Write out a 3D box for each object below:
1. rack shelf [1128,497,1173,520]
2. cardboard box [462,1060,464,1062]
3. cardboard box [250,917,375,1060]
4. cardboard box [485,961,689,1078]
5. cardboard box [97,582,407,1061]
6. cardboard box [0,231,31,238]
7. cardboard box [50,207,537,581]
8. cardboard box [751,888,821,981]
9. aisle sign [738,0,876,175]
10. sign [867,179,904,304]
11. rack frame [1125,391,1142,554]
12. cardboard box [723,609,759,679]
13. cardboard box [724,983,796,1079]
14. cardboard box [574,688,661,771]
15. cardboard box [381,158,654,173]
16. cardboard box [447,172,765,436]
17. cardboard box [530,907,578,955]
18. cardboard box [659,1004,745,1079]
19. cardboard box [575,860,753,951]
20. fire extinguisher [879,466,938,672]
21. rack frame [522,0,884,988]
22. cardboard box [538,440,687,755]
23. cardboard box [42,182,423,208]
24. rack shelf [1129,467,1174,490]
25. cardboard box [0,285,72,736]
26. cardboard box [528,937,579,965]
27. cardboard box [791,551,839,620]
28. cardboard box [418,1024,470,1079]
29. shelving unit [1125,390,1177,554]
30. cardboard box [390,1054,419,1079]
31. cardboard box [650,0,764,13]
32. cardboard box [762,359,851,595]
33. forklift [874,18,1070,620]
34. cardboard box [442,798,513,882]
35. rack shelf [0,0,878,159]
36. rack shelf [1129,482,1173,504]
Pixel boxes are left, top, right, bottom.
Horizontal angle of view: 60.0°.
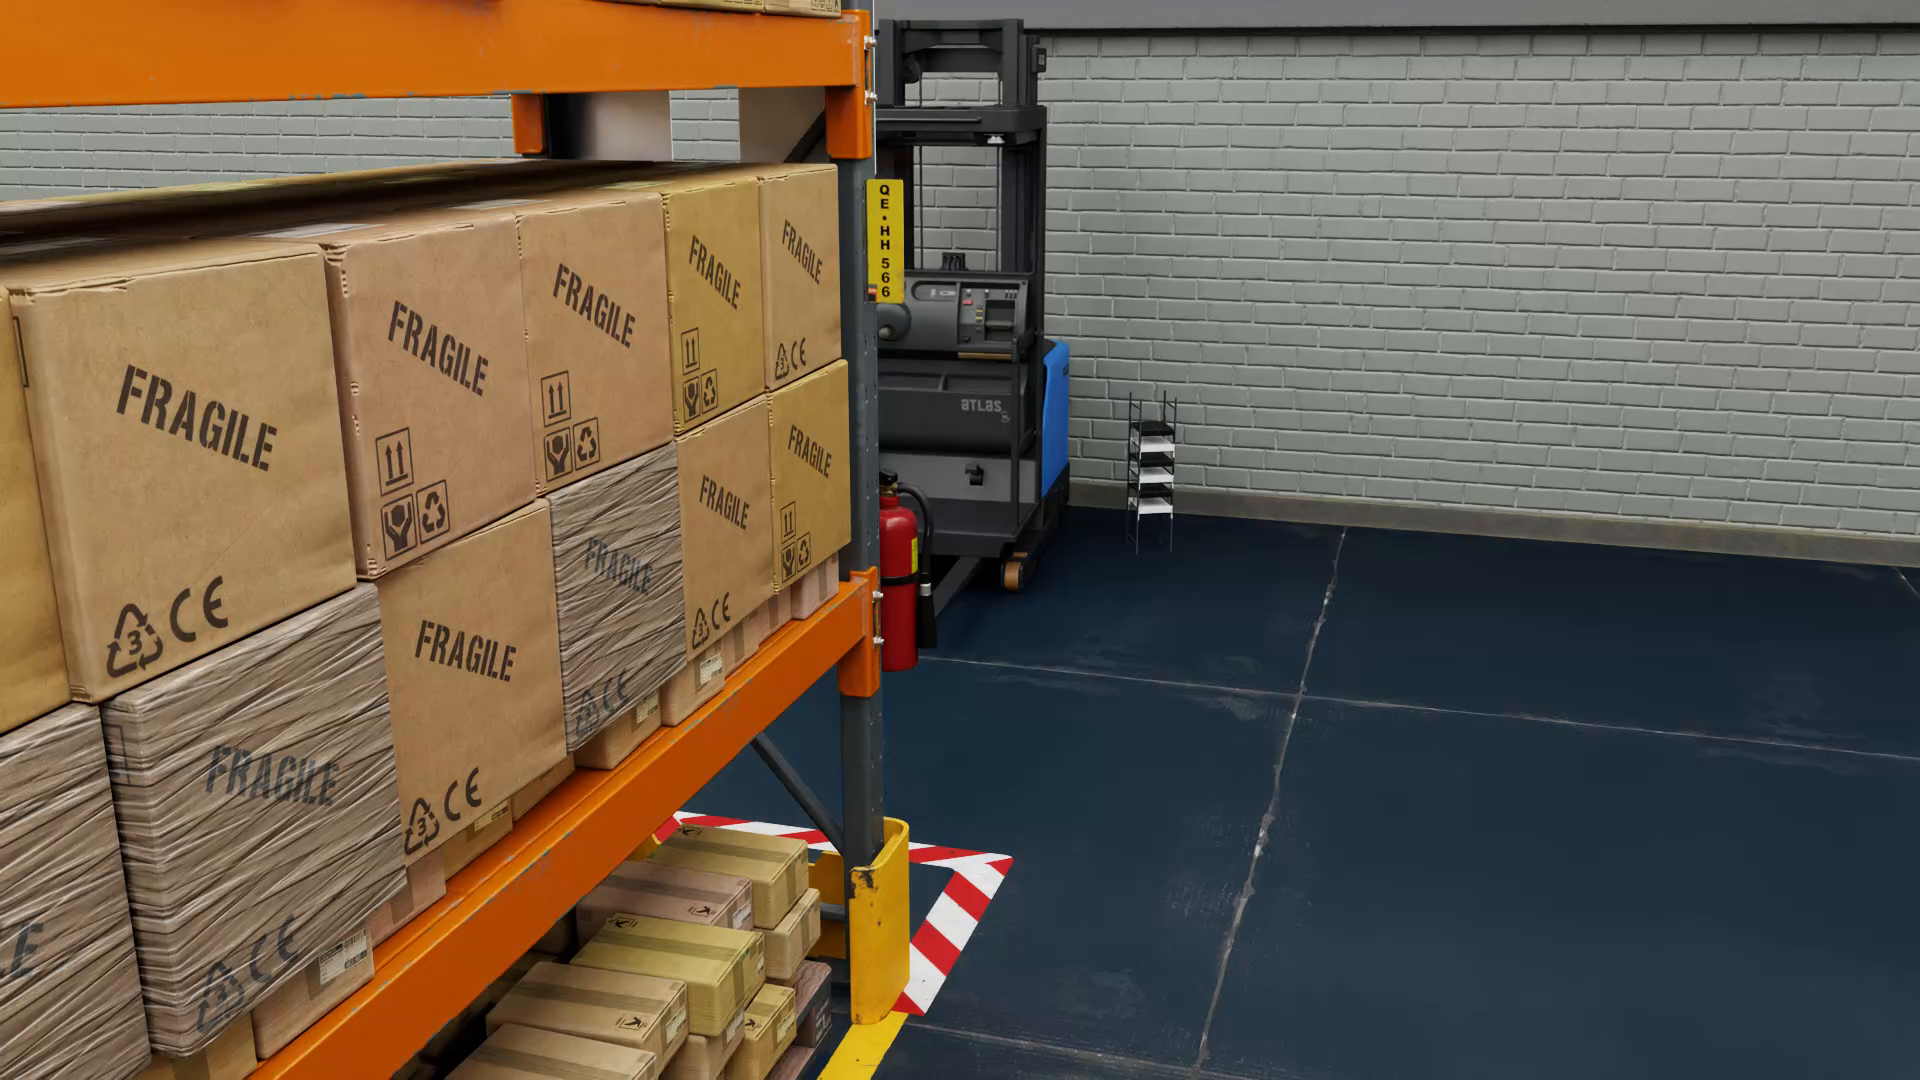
[{"bbox_3d":[1.096,-0.187,9.620,0.200,0.077,0.258,-3,16,-9],"label":"rack shelf"},{"bbox_3d":[-1.418,1.345,4.045,0.380,0.149,0.250,5,17,17],"label":"cardboard box"},{"bbox_3d":[-1.140,0.635,2.554,0.380,0.149,0.250,5,17,18],"label":"cardboard box"},{"bbox_3d":[-0.845,1.108,3.791,0.380,0.149,0.250,4,16,14],"label":"cardboard box"},{"bbox_3d":[-1.168,0.351,2.367,0.500,0.500,0.500,4,16,15],"label":"cardboard box"},{"bbox_3d":[-1.686,-0.173,2.383,0.500,0.500,0.500,5,17,17],"label":"cardboard box"},{"bbox_3d":[-1.047,-0.261,2.690,0.500,0.500,0.500,4,16,14],"label":"cardboard box"},{"bbox_3d":[-0.601,1.051,4.536,0.380,0.149,0.250,4,16,14],"label":"cardboard box"},{"bbox_3d":[-0.416,-1.382,4.440,0.394,0.787,0.004,5,16,16],"label":"aisle sign"},{"bbox_3d":[-0.198,-0.796,4.438,0.100,0.325,0.005,5,16,16],"label":"sign"},{"bbox_3d":[0.996,-0.387,9.545,0.006,0.900,0.240,-3,16,-9],"label":"rack frame"},{"bbox_3d":[-0.710,0.222,4.011,0.380,0.149,0.250,4,16,15],"label":"cardboard box"},{"bbox_3d":[-0.650,1.263,4.334,0.380,0.149,0.250,5,17,18],"label":"cardboard box"},{"bbox_3d":[-0.863,0.357,3.534,0.380,0.149,0.250,4,16,13],"label":"cardboard box"},{"bbox_3d":[-1.107,-0.711,4.277,0.500,0.500,0.500,5,16,16],"label":"cardboard box"},{"bbox_3d":[-0.760,-0.536,3.661,0.500,0.500,0.500,4,16,14],"label":"cardboard box"},{"bbox_3d":[-1.162,0.940,4.382,0.380,0.149,0.250,5,17,17],"label":"cardboard box"},{"bbox_3d":[-0.747,1.187,4.056,0.380,0.149,0.250,4,16,14],"label":"cardboard box"},{"bbox_3d":[-0.759,0.967,4.286,0.380,0.149,0.250,5,17,17],"label":"cardboard box"},{"bbox_3d":[-0.211,0.051,4.977,0.296,0.674,0.183,5,16,16],"label":"fire extinguisher"},{"bbox_3d":[-0.725,-0.135,4.809,1.000,3.000,0.127,5,16,16],"label":"rack frame"},{"bbox_3d":[-0.892,0.079,3.326,0.500,0.500,0.500,5,16,16],"label":"cardboard box"},{"bbox_3d":[-1.413,-0.444,3.336,0.500,0.500,0.500,4,16,15],"label":"cardboard box"},{"bbox_3d":[1.096,-0.360,9.571,0.200,0.077,0.258,-3,16,-9],"label":"rack shelf"},{"bbox_3d":[-1.367,0.003,1.761,0.500,0.500,0.500,4,16,14],"label":"cardboard box"},{"bbox_3d":[-1.252,1.076,4.450,0.380,0.149,0.250,5,16,16],"label":"cardboard box"},{"bbox_3d":[-0.546,0.093,4.466,0.380,0.149,0.250,5,16,16],"label":"cardboard box"},{"bbox_3d":[-1.413,1.205,3.993,0.380,0.149,0.250,5,17,18],"label":"cardboard box"},{"bbox_3d":[1.096,-0.392,9.562,0.210,0.900,0.258,-3,16,-9],"label":"shelving unit"},{"bbox_3d":[-1.436,1.139,3.680,0.380,0.149,0.250,5,17,18],"label":"cardboard box"},{"bbox_3d":[-0.738,-1.233,3.456,0.500,0.250,0.500,5,16,16],"label":"cardboard box"},{"bbox_3d":[-0.606,-0.189,4.270,0.500,0.500,0.500,5,17,17],"label":"cardboard box"},{"bbox_3d":[-0.137,-1.243,8.842,1.130,2.935,3.031,3,16,12],"label":"forklift"},{"bbox_3d":[-1.057,0.494,3.052,0.380,0.149,0.250,5,17,17],"label":"cardboard box"},{"bbox_3d":[-1.293,-0.709,2.653,1.077,0.370,4.000,5,16,16],"label":"rack shelf"},{"bbox_3d":[1.096,-0.273,9.595,0.200,0.077,0.258,-3,16,-9],"label":"rack shelf"}]
